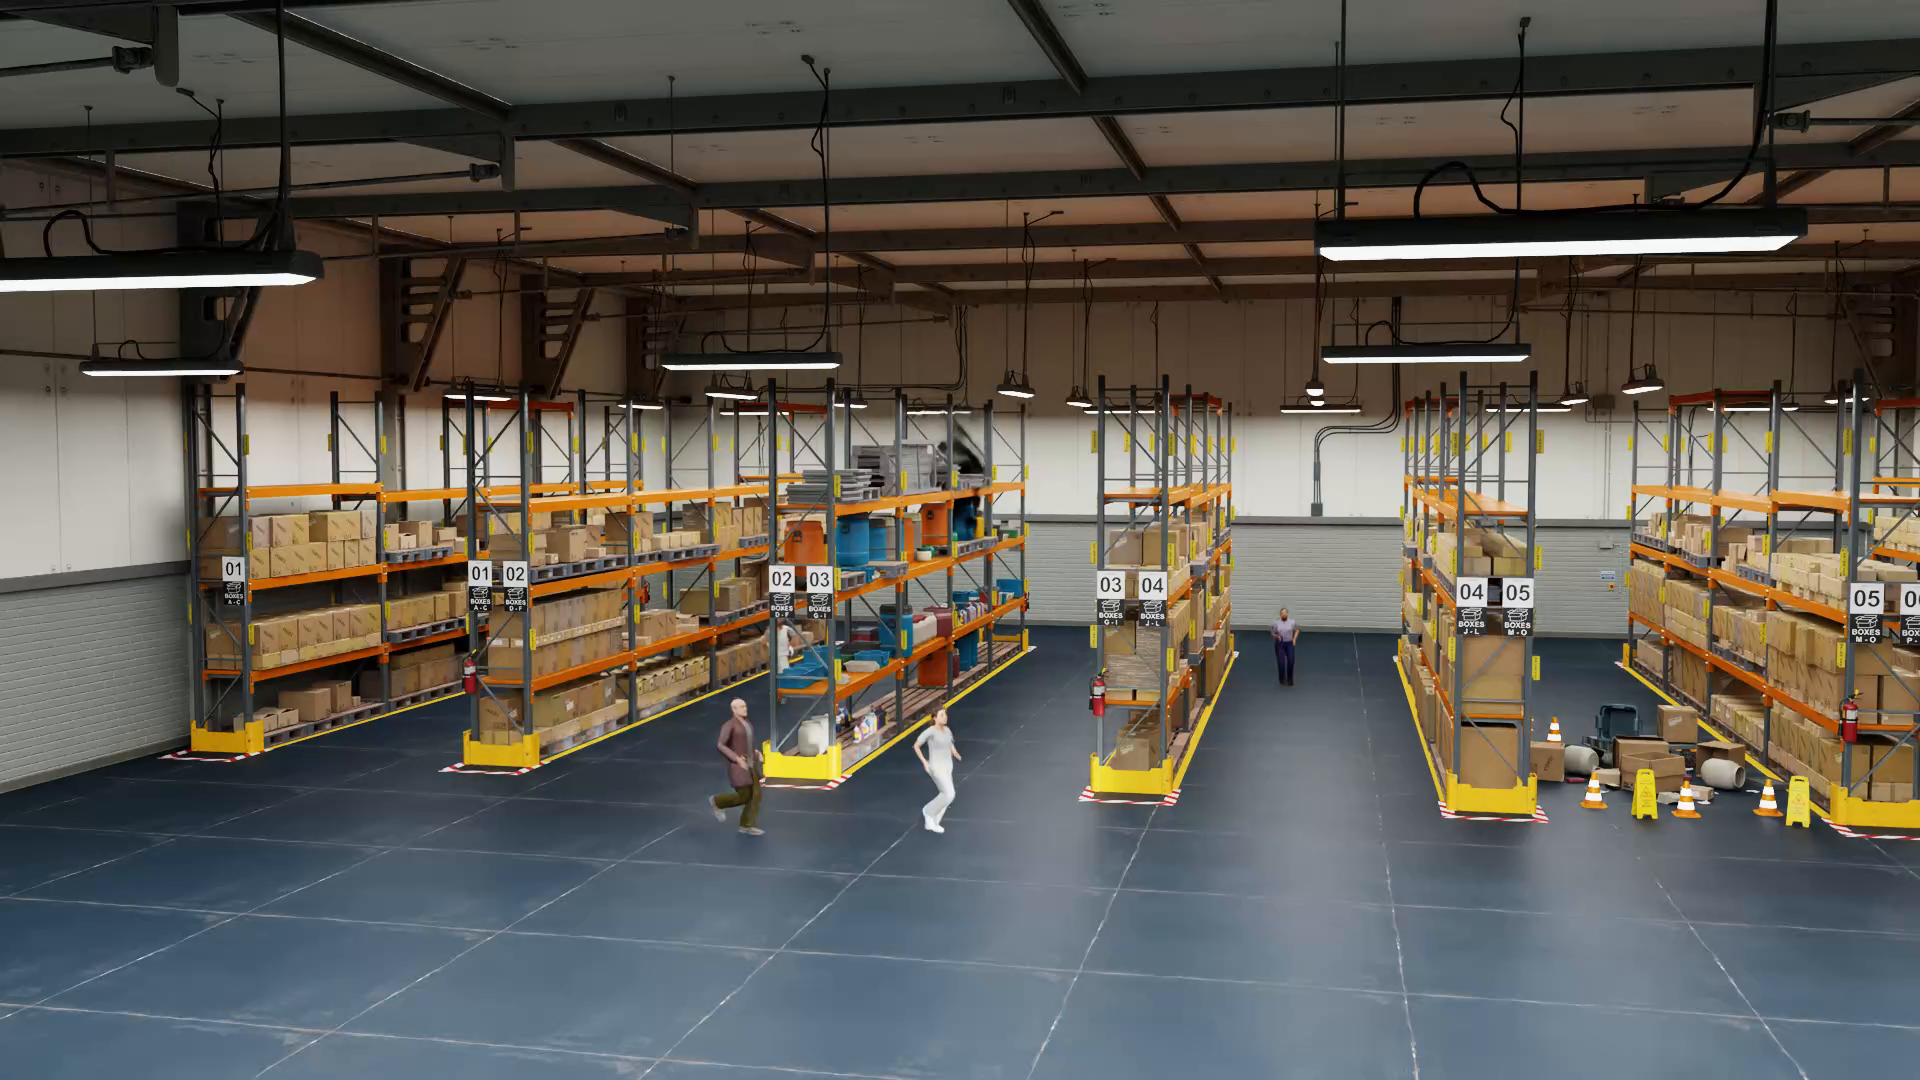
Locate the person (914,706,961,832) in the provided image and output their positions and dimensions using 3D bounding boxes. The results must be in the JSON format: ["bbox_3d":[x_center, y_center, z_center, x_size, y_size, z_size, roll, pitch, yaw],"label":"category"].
[{"bbox_3d":[-0.234,2.957,21.367,0.580,1.633,0.552,3,4,40],"label":"person"}]

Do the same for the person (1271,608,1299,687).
[{"bbox_3d":[6.728,2.230,34.433,0.580,1.623,0.644,0,3,8],"label":"person"}]

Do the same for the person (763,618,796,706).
[{"bbox_3d":[-3.495,2.281,32.065,0.601,1.818,0.777,0,3,3],"label":"person"}]

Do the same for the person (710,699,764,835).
[{"bbox_3d":[-2.852,2.912,21.433,0.770,1.744,0.710,2,4,29],"label":"person"}]
